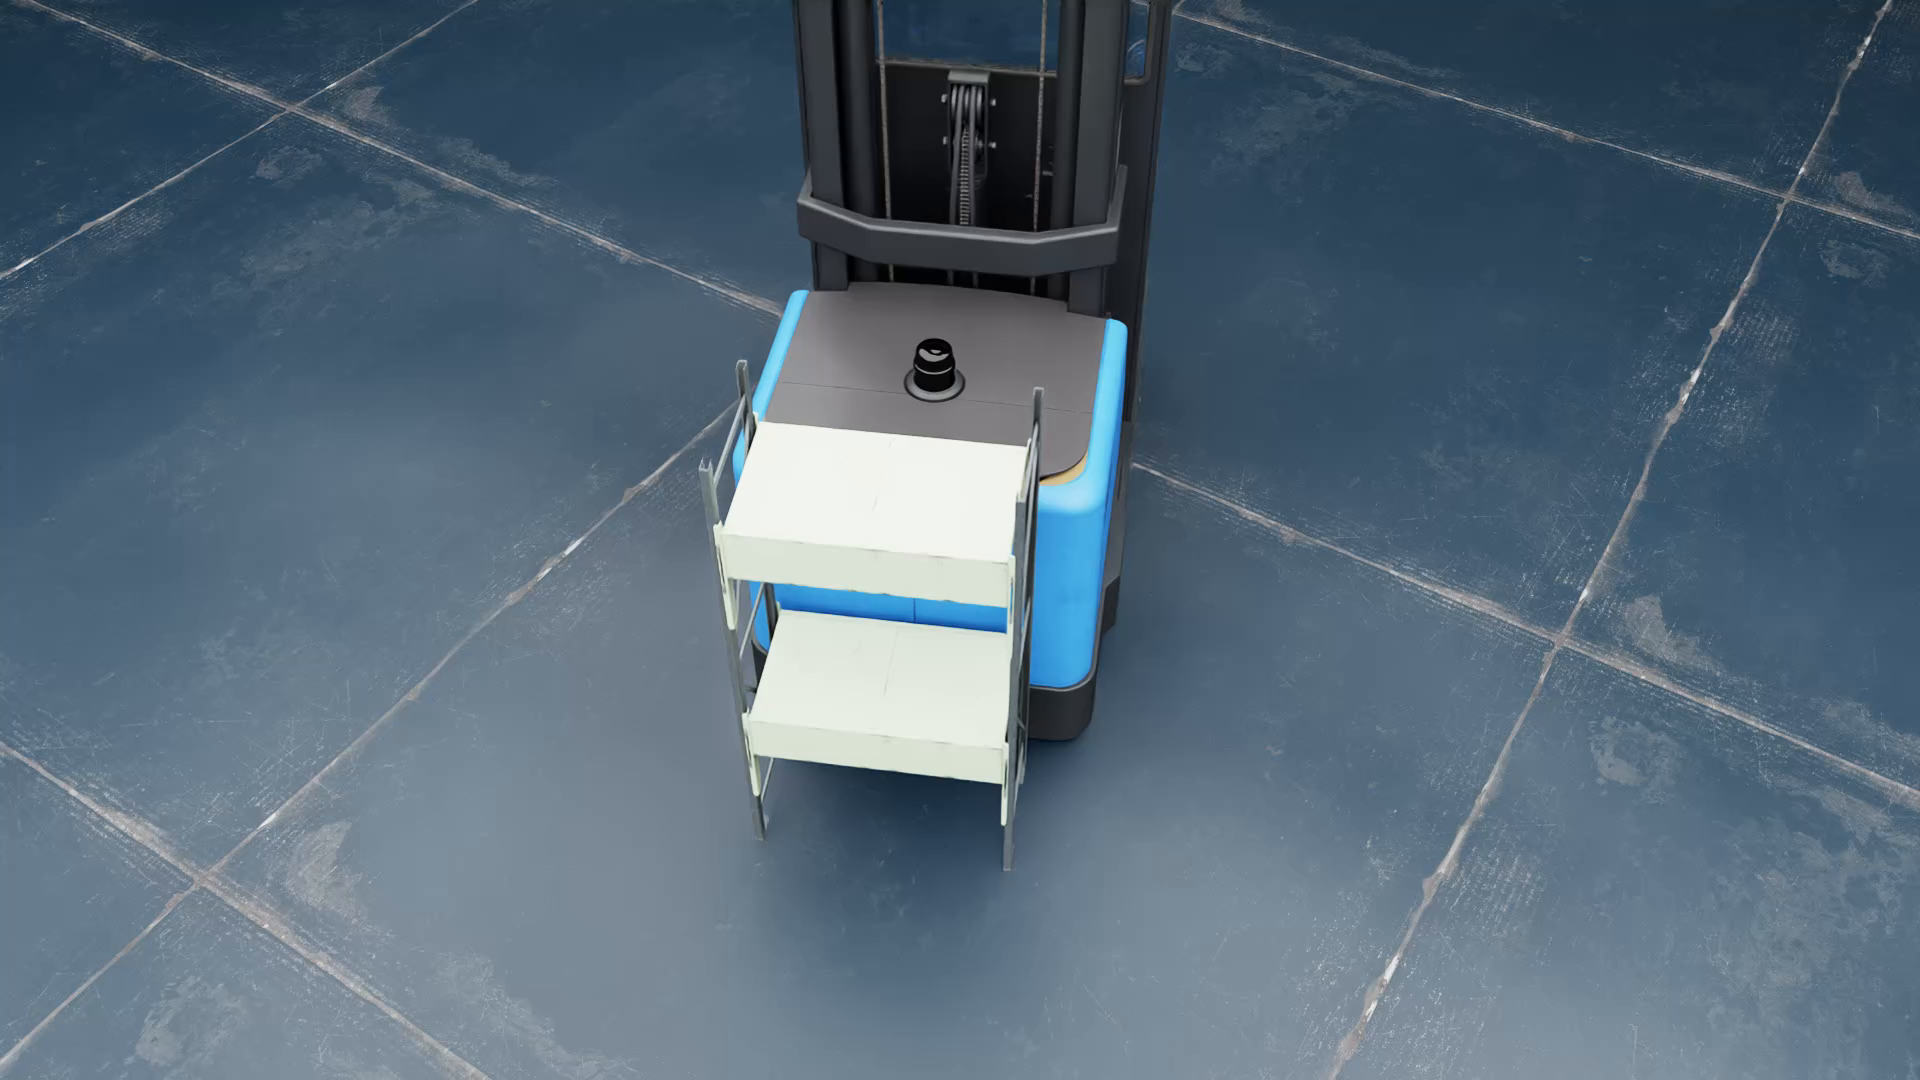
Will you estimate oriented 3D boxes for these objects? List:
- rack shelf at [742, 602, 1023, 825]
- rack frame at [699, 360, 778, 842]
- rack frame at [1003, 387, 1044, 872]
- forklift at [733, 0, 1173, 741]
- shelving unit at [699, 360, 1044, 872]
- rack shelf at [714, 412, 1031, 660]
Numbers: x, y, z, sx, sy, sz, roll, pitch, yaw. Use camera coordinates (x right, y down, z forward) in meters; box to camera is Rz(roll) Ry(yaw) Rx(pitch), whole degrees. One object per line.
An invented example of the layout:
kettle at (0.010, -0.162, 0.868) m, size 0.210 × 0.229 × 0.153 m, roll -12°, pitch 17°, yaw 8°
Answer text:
rack shelf at (-0.199, 0.486, 4.687) m, size 0.720 × 0.370 × 0.431 m, roll 6°, pitch 46°, yaw 6°
rack frame at (-0.561, 0.222, 4.489) m, size 0.023 × 1.500 × 0.400 m, roll 6°, pitch 46°, yaw 6°
rack frame at (0.163, 0.296, 4.417) m, size 0.023 × 1.500 × 0.400 m, roll 6°, pitch 46°, yaw 6°
forklift at (0.098, -1.480, 5.145) m, size 1.130 × 2.935 × 3.031 m, roll 6°, pitch 46°, yaw 6°
shelving unit at (-0.199, 0.259, 4.453) m, size 0.755 × 1.500 × 0.431 m, roll 6°, pitch 46°, yaw 6°
rack shelf at (-0.199, -0.013, 4.173) m, size 0.720 × 0.370 × 0.431 m, roll 6°, pitch 46°, yaw 6°
